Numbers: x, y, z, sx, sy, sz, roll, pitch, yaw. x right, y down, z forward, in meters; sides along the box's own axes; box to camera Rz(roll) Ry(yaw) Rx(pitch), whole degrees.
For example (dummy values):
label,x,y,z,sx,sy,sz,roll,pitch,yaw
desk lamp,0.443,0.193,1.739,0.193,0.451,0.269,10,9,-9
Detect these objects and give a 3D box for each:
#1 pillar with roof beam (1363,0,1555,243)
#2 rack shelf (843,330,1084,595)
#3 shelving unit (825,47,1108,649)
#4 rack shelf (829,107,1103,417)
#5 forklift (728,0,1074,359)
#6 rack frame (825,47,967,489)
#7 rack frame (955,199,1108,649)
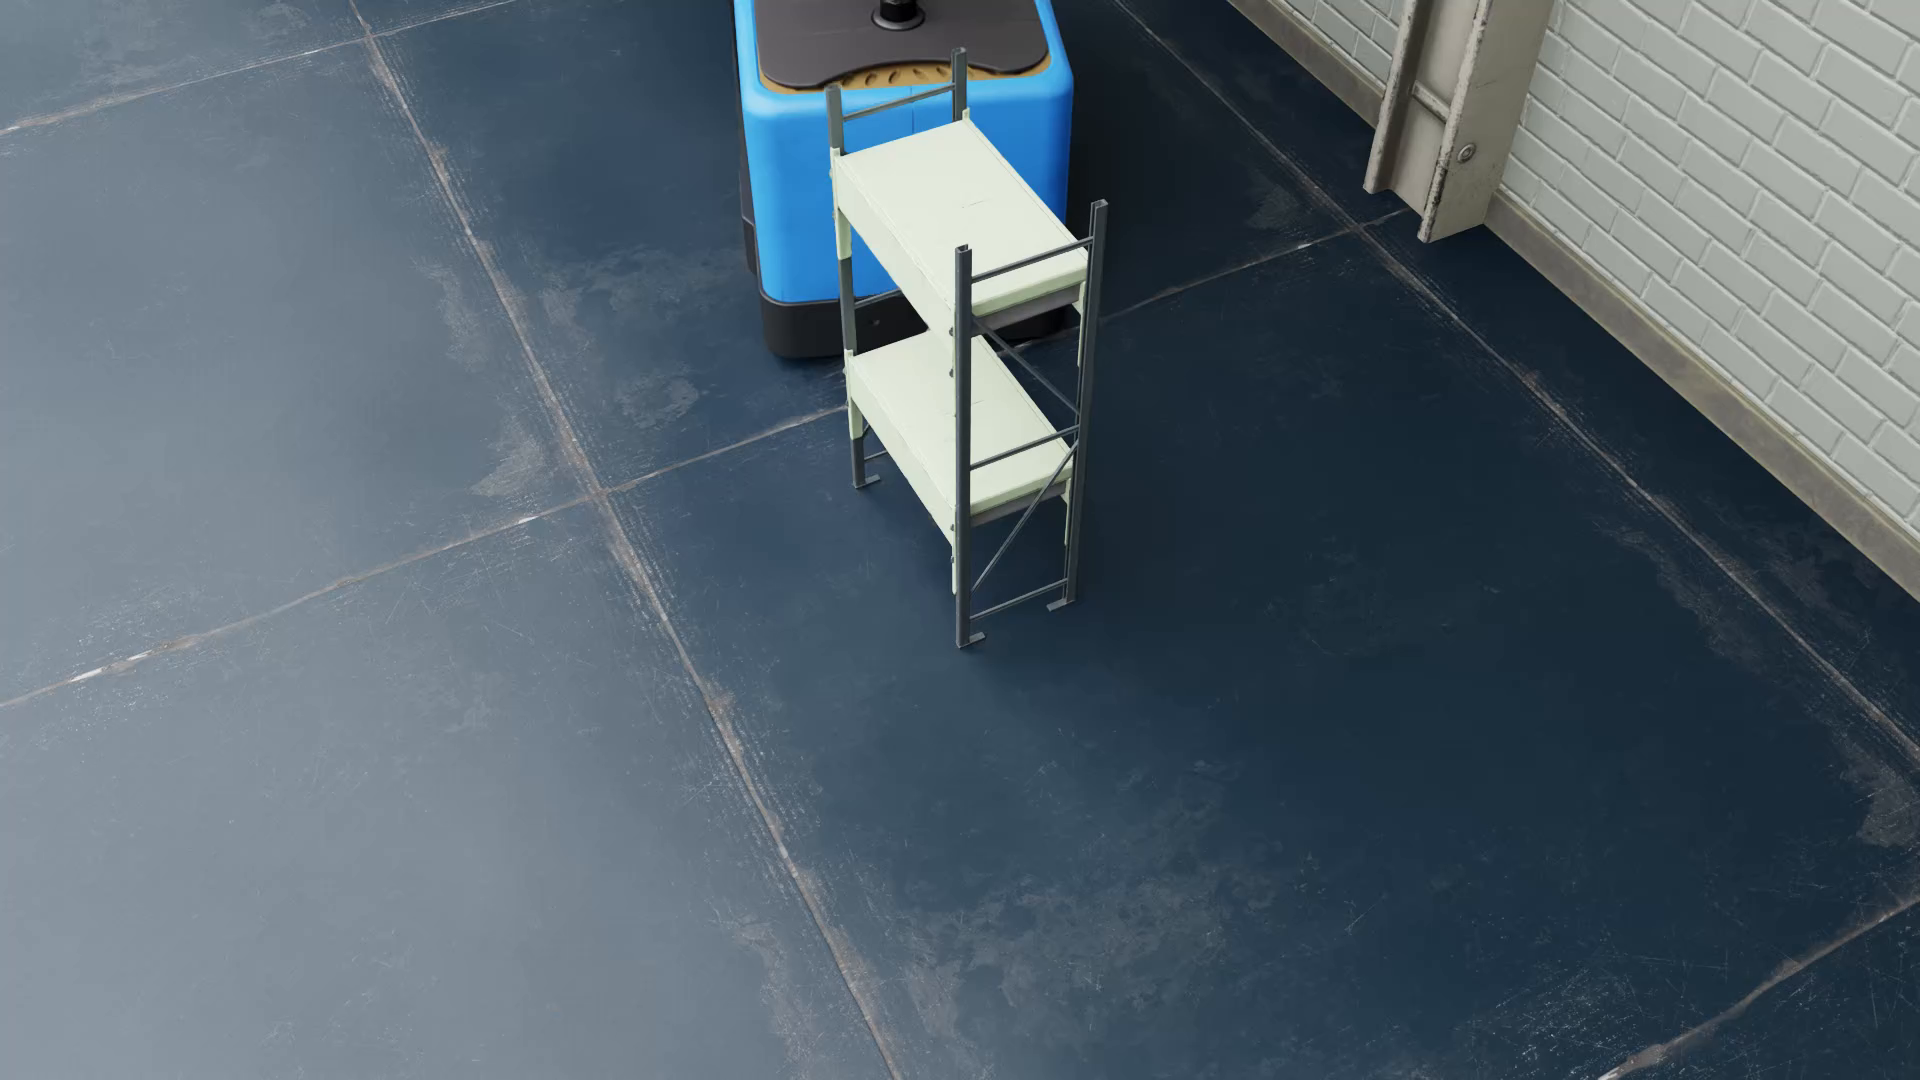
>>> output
label,x,y,z,sx,sy,sz,roll,pitch,yaw
pillar with roof beam,-2.041,-2.773,1.697,9.100,9.000,0.400,-21,52,-18
rack shelf,0.003,-0.275,4.927,0.431,0.370,0.720,-21,52,-18
shelving unit,0.003,-0.489,4.682,0.431,1.500,0.755,-21,52,-18
rack shelf,0.003,-0.746,4.388,0.431,0.370,0.720,-21,52,-18
forklift,-0.339,-2.711,5.674,1.130,2.935,3.031,-6,49,-5
rack frame,-0.164,-0.734,4.896,0.400,1.500,0.023,-21,52,-18
rack frame,0.171,-0.244,4.467,0.400,1.500,0.023,-21,52,-18
